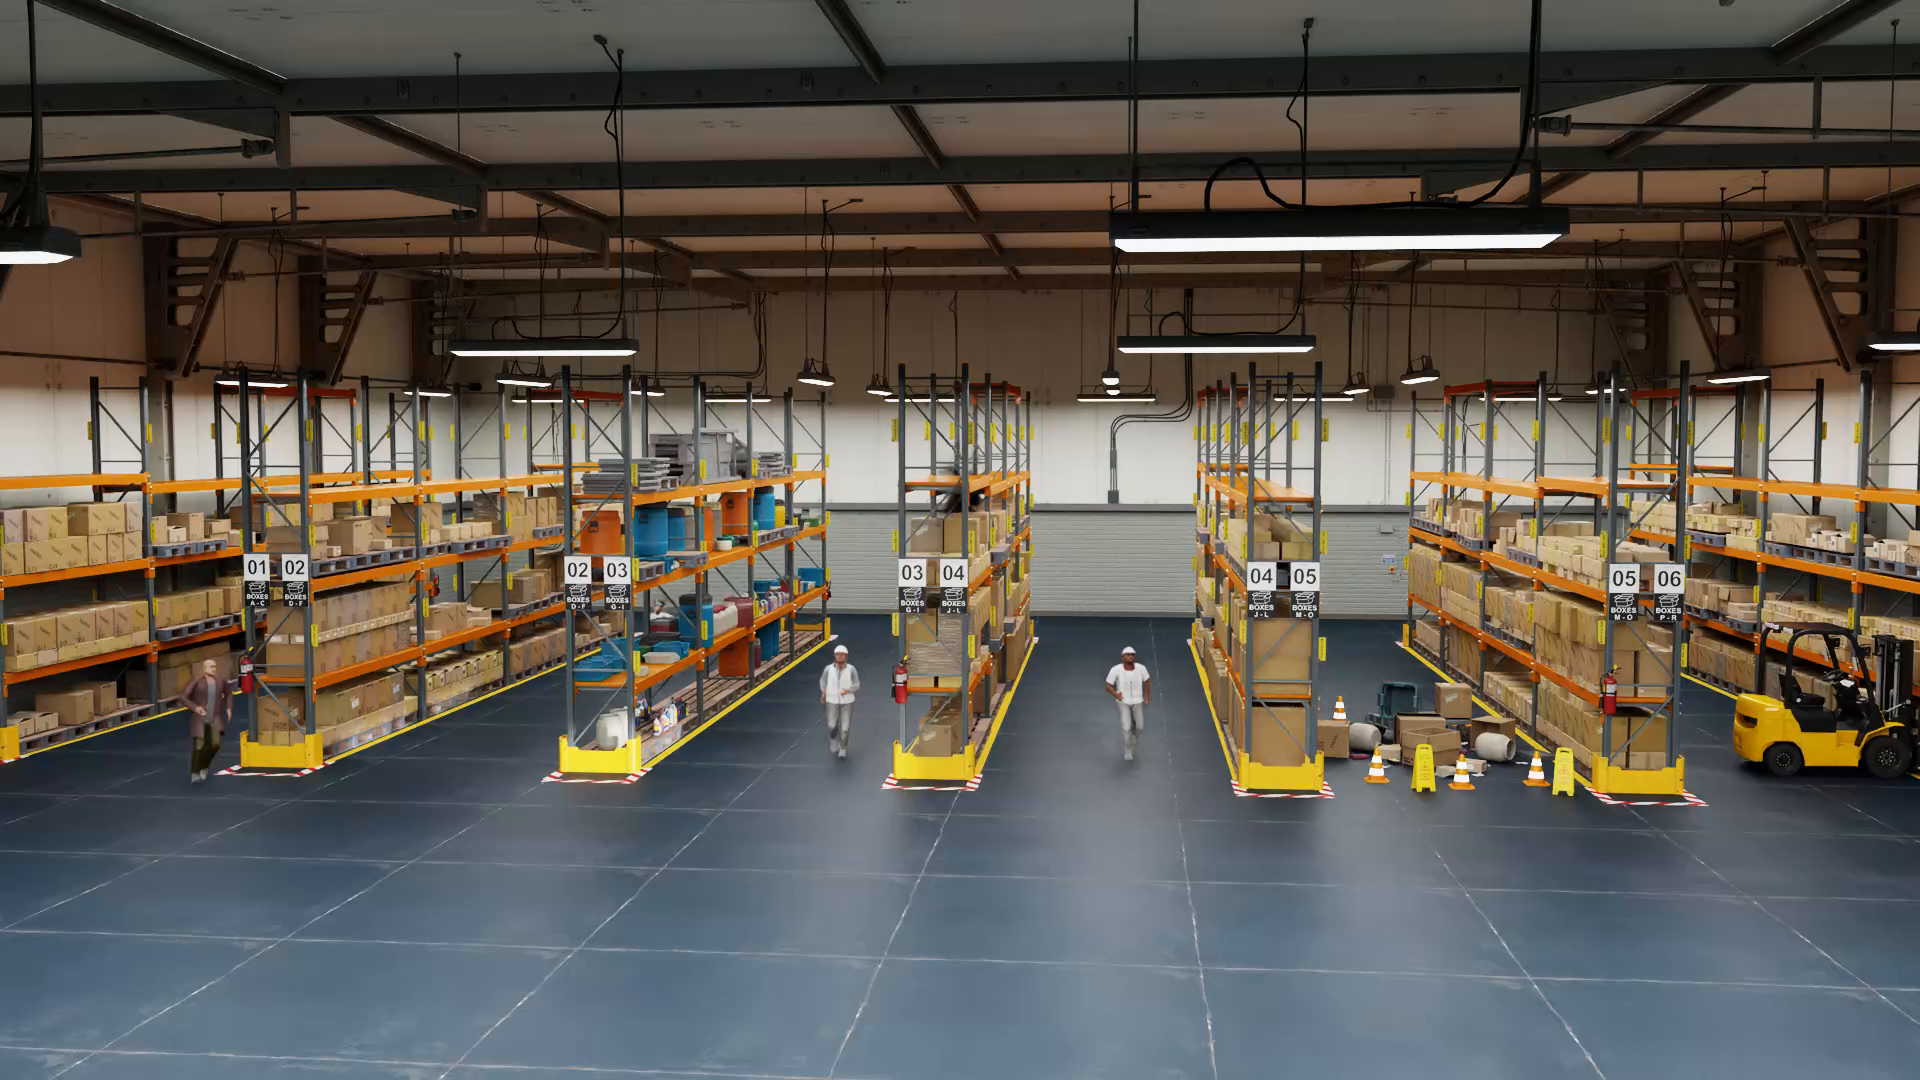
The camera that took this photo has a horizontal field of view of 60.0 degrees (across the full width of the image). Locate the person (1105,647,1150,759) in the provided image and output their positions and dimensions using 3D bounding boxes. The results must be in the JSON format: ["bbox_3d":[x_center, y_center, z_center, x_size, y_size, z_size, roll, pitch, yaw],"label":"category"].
[{"bbox_3d":[2.605,2.502,25.668,0.736,1.726,0.613,-1,4,-9],"label":"person"}]

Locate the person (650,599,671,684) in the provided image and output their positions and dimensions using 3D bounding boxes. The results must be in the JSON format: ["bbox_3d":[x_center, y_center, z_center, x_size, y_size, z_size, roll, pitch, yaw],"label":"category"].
[{"bbox_3d":[-6.036,2.026,33.572,0.624,1.694,0.769,1,4,10],"label":"person"}]

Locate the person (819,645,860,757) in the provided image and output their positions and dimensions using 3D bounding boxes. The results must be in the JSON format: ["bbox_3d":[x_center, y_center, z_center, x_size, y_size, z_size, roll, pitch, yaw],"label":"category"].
[{"bbox_3d":[-1.855,2.489,25.558,0.644,1.730,0.591,0,4,0],"label":"person"}]

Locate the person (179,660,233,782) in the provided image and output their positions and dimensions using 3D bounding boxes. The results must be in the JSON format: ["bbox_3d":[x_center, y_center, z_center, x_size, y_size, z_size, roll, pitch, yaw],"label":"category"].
[{"bbox_3d":[-10.800,2.595,23.915,0.764,1.736,0.631,-3,5,-39],"label":"person"}]
